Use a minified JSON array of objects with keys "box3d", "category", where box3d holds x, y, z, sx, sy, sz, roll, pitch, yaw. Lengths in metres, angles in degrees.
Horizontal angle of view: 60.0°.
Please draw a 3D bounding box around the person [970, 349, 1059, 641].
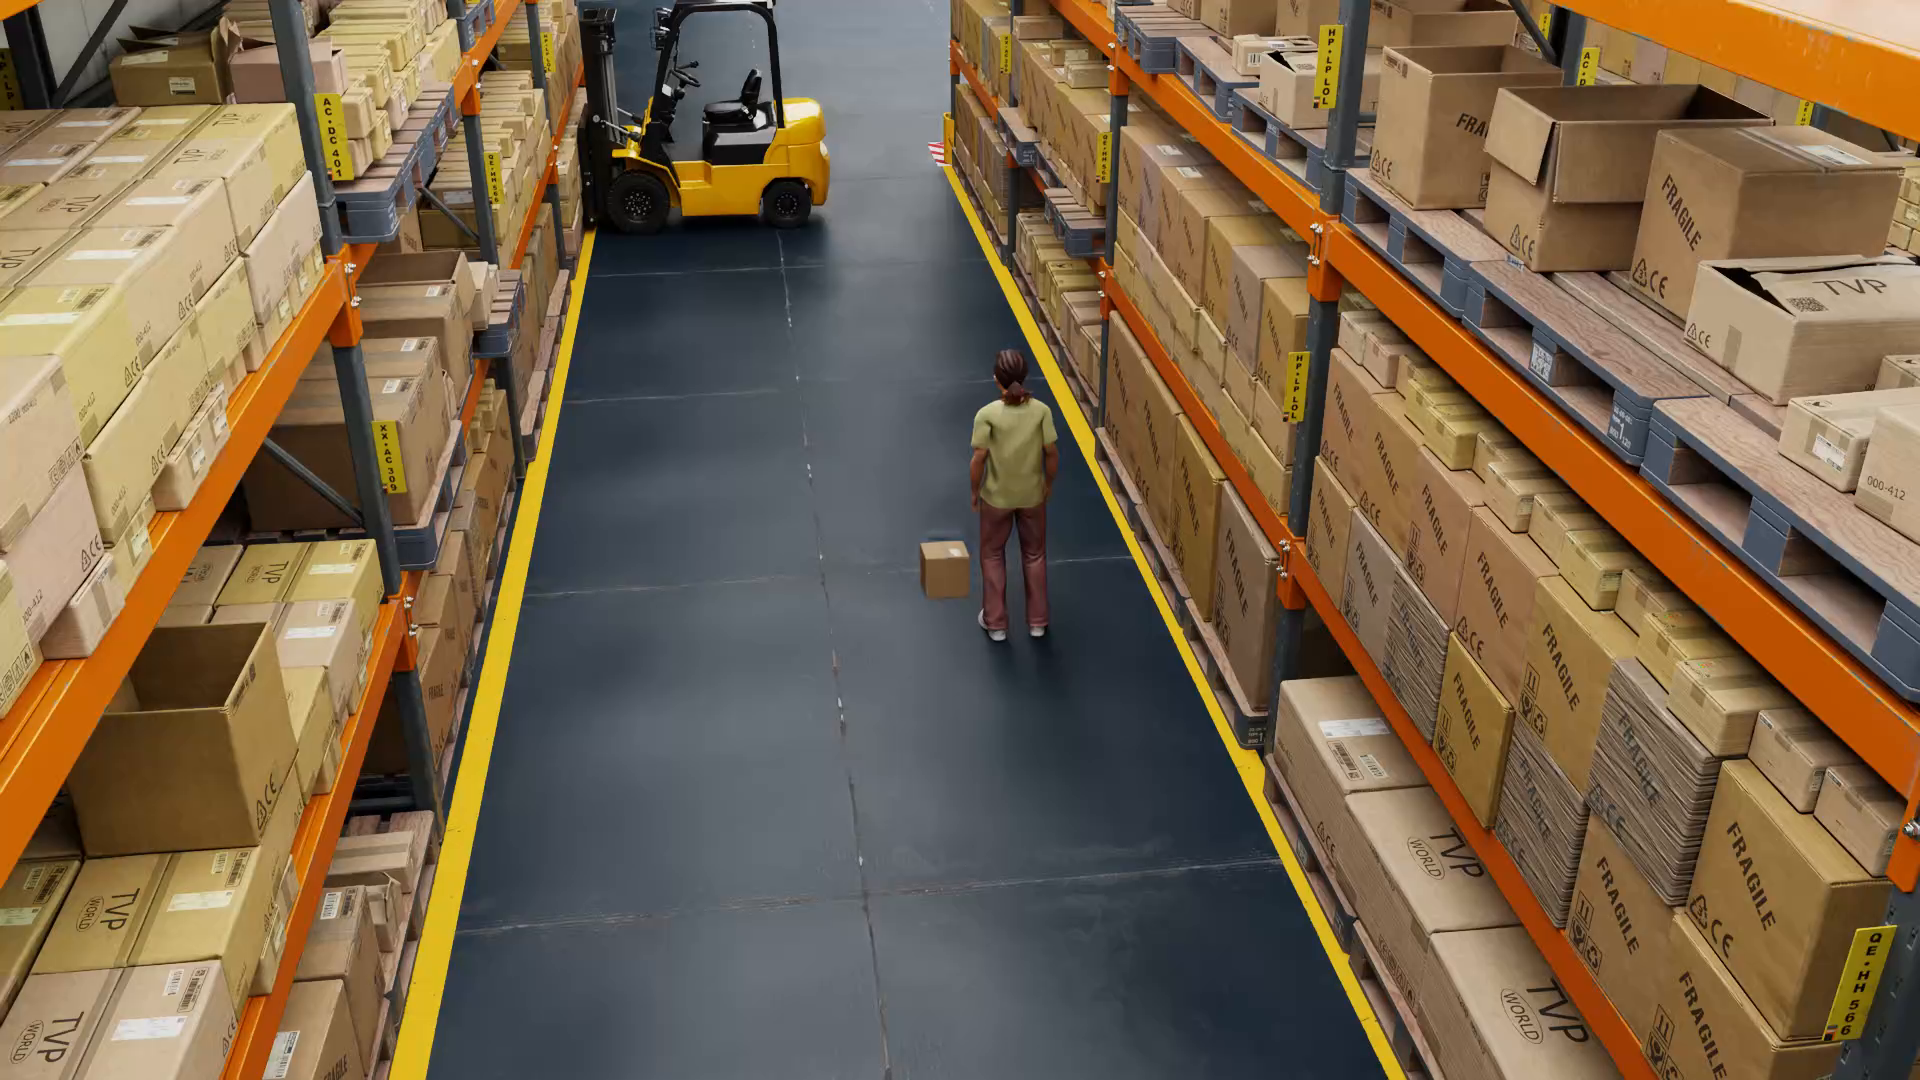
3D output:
[{"box3d":[0.284,-0.225,9.078,0.488,1.653,0.357,-4,28,-9],"category":"person"}]
